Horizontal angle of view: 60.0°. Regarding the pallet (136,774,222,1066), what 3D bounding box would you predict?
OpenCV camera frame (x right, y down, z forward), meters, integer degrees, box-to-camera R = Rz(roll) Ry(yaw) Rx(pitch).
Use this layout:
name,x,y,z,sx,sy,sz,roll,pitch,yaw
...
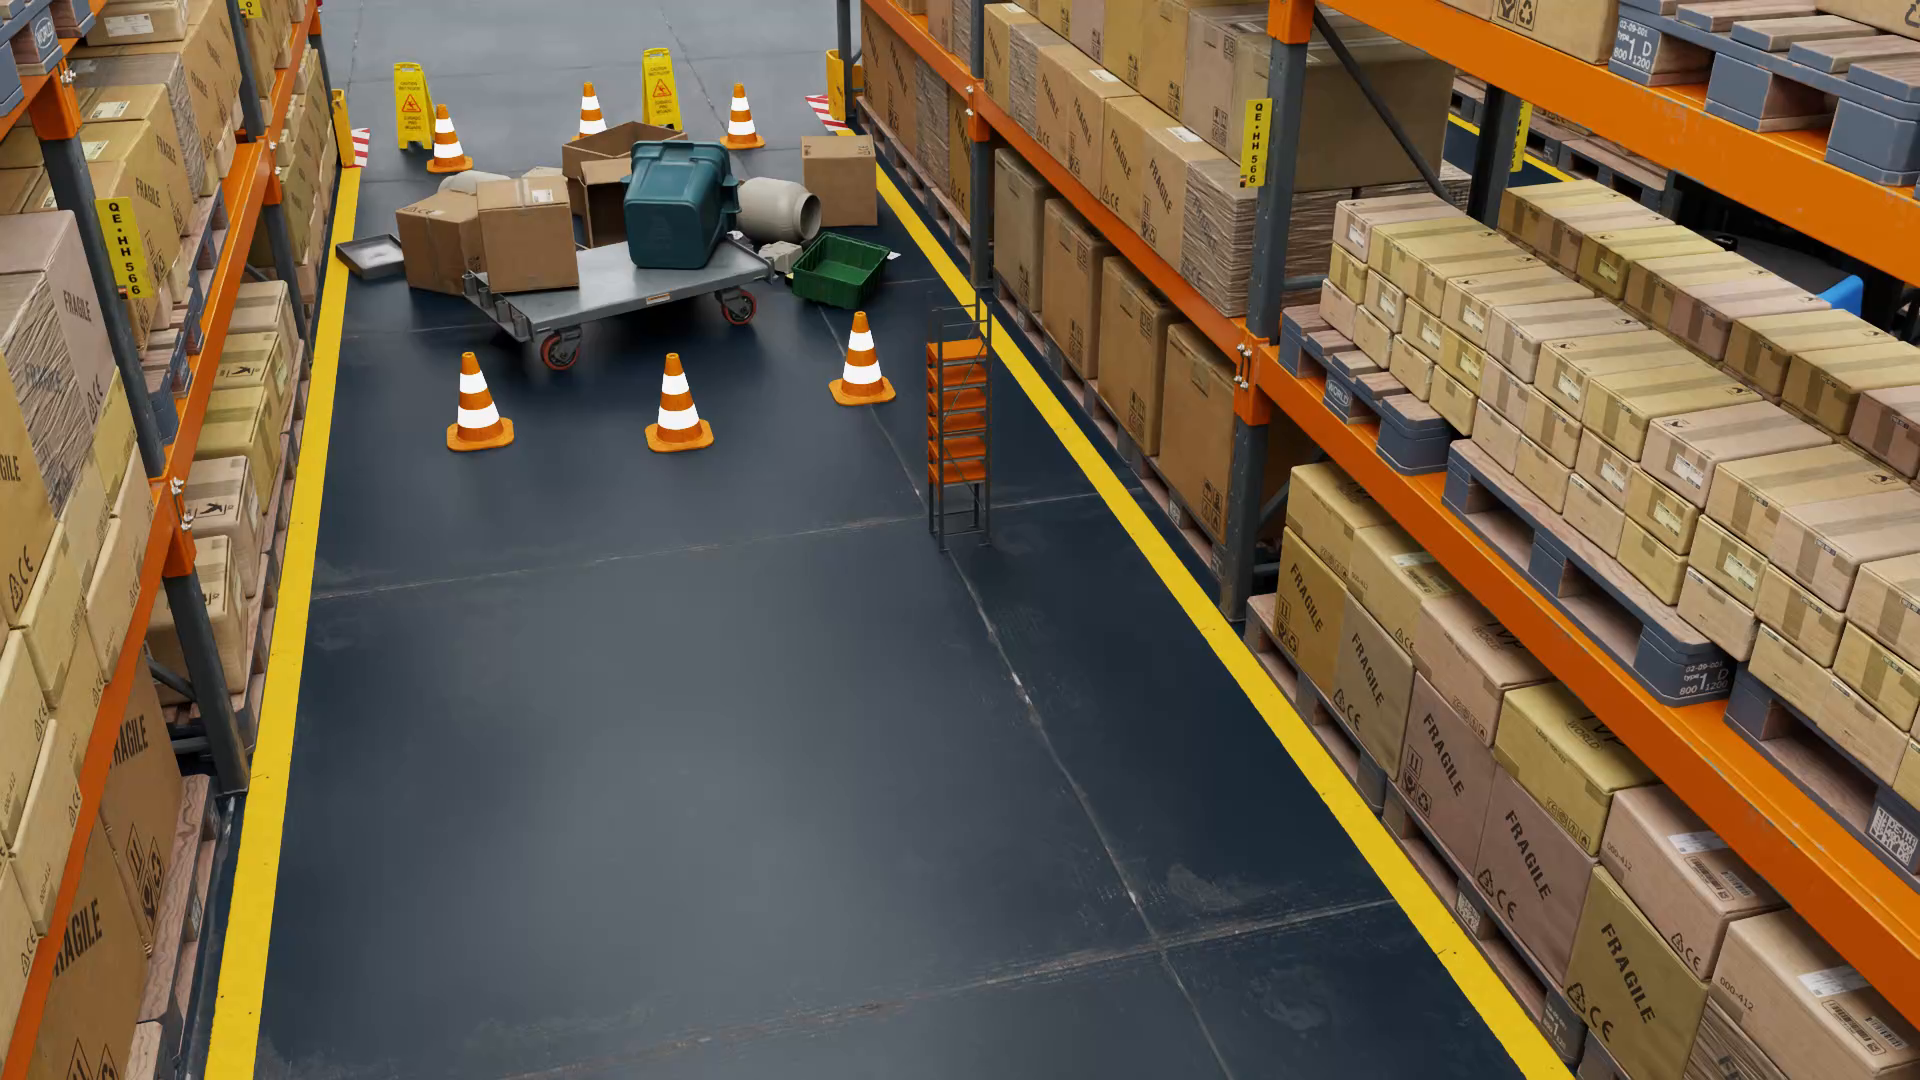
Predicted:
name,x,y,z,sx,sy,sz,roll,pitch,yaw
pallet,-2.987,1.272,5.342,1.003,0.211,1.213,-8,31,-13

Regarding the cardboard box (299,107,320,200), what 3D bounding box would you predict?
name,x,y,z,sx,sy,sz,roll,pitch,yaw
cardboard box,-4.371,-2.402,10.483,0.500,0.500,0.500,-6,31,-11

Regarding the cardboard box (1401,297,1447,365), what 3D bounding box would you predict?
name,x,y,z,sx,sy,sz,roll,pitch,yaw
cardboard box,1.705,-0.715,5.526,0.380,0.149,0.250,-9,31,-15

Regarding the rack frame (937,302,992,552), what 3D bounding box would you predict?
name,x,y,z,sx,sy,sz,roll,pitch,yaw
rack frame,0.020,-0.482,7.385,0.240,1.200,0.006,-8,31,-13

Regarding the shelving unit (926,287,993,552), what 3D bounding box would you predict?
name,x,y,z,sx,sy,sz,roll,pitch,yaw
shelving unit,-0.004,-0.526,7.462,0.258,1.200,0.189,-8,31,-13

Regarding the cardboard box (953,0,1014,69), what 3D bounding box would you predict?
name,x,y,z,sx,sy,sz,roll,pitch,yaw
cardboard box,0.451,-3.206,10.145,0.875,0.550,0.550,-8,31,-13

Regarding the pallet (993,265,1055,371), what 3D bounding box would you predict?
name,x,y,z,sx,sy,sz,roll,pitch,yaw
pallet,0.838,-1.395,9.949,1.003,0.211,1.213,-8,31,-13

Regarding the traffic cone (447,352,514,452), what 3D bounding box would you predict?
name,x,y,z,sx,sy,sz,roll,pitch,yaw
traffic cone,-2.506,-0.747,8.578,0.336,0.463,0.334,-8,31,-13

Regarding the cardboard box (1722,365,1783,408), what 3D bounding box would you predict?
name,x,y,z,sx,sy,sz,roll,pitch,yaw
cardboard box,2.537,-0.434,5.039,0.380,0.149,0.250,-7,31,-12

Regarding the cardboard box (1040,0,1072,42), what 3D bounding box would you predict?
name,x,y,z,sx,sy,sz,roll,pitch,yaw
cardboard box,0.836,-2.953,8.760,0.700,0.500,0.500,-8,31,-14

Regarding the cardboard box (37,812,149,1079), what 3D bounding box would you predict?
name,x,y,z,sx,sy,sz,roll,pitch,yaw
cardboard box,-2.788,1.188,4.405,0.875,0.875,0.875,-7,31,-13

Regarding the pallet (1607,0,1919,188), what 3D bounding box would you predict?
name,x,y,z,sx,sy,sz,roll,pitch,yaw
pallet,2.344,-1.130,3.902,1.213,0.211,1.003,-8,31,-13

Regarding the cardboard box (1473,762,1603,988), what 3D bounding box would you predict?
name,x,y,z,sx,sy,sz,roll,pitch,yaw
cardboard box,1.977,0.979,5.140,0.500,0.500,0.500,-9,31,-14

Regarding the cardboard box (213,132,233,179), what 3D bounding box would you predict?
name,x,y,z,sx,sy,sz,roll,pitch,yaw
cardboard box,-3.555,-1.747,7.605,0.380,0.149,0.250,-8,31,-13

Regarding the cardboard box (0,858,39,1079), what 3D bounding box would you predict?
name,x,y,z,sx,sy,sz,roll,pitch,yaw
cardboard box,-2.184,0.924,3.309,0.500,0.250,0.500,-8,31,-14

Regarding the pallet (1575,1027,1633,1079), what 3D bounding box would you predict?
name,x,y,z,sx,sy,sz,roll,pitch,yaw
pallet,2.476,1.730,4.550,1.003,0.211,1.213,-8,31,-13

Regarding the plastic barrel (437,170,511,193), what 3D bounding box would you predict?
name,x,y,z,sx,sy,sz,roll,pitch,yaw
plastic barrel,-3.239,-2.278,11.263,0.512,0.421,0.421,13,32,21

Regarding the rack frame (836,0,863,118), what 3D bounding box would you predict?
name,x,y,z,sx,sy,sz,roll,pitch,yaw
rack frame,-0.501,-4.896,13.215,1.000,3.000,0.127,-8,31,-13

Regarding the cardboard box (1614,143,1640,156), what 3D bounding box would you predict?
name,x,y,z,sx,sy,sz,roll,pitch,yaw
cardboard box,5.142,-3.149,12.273,0.500,0.500,0.500,2,30,3

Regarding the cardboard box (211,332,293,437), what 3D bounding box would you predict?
name,x,y,z,sx,sy,sz,roll,pitch,yaw
cardboard box,-3.849,-0.702,8.173,0.950,0.372,0.625,-6,31,-10

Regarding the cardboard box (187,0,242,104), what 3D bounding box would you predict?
name,x,y,z,sx,sy,sz,roll,pitch,yaw
cardboard box,-3.841,-2.419,8.118,0.500,0.500,0.500,-8,31,-14

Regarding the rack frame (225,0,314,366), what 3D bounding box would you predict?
name,x,y,z,sx,sy,sz,roll,pitch,yaw
rack frame,-4.185,-2.257,8.656,1.000,3.000,0.127,-8,31,-13

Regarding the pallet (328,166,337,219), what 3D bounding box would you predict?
name,x,y,z,sx,sy,sz,roll,pitch,yaw
pallet,-5.045,-2.549,11.943,1.003,0.211,1.213,-8,31,-13

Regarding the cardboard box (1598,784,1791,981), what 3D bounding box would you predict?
name,x,y,z,sx,sy,sz,roll,pitch,yaw
cardboard box,2.119,0.899,4.530,0.500,0.250,0.500,-6,31,-11

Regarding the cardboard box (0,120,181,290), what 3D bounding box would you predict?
name,x,y,z,sx,sy,sz,roll,pitch,yaw
cardboard box,-3.165,-1.178,5.975,0.500,0.500,0.500,-6,31,-11

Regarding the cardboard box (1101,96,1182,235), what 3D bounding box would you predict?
name,x,y,z,sx,sy,sz,roll,pitch,yaw
cardboard box,0.980,-1.740,7.662,0.500,0.500,0.500,-8,31,-14

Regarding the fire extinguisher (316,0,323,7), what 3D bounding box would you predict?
name,x,y,z,sx,sy,sz,roll,pitch,yaw
fire extinguisher,-4.833,-4.272,12.214,0.296,0.674,0.183,-8,31,-13

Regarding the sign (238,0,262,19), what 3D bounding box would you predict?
name,x,y,z,sx,sy,sz,roll,pitch,yaw
sign,-3.651,-2.834,8.496,0.100,0.325,0.005,-8,31,-13

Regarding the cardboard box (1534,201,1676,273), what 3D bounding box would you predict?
name,x,y,z,sx,sy,sz,roll,pitch,yaw
cardboard box,2.259,-1.066,5.835,0.380,0.149,0.250,-8,31,-14

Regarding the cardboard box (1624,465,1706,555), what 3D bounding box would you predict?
name,x,y,z,sx,sy,sz,roll,pitch,yaw
cardboard box,2.034,-0.105,4.471,0.380,0.149,0.250,-8,31,-13

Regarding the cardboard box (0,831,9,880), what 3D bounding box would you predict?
name,x,y,z,sx,sy,sz,roll,pitch,yaw
cardboard box,-2.180,0.710,3.180,0.500,0.250,0.500,-7,31,-13

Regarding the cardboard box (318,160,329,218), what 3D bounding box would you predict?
name,x,y,z,sx,sy,sz,roll,pitch,yaw
cardboard box,-4.499,-2.323,11.095,0.500,0.250,0.500,-9,31,-15

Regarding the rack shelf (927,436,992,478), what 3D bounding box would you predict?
name,x,y,z,sx,sy,sz,roll,pitch,yaw
rack shelf,-0.004,-0.384,7.544,0.258,0.103,0.180,-8,31,-13

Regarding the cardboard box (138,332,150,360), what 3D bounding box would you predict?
name,x,y,z,sx,sy,sz,roll,pitch,yaw
cardboard box,-3.073,-0.721,5.833,0.380,0.149,0.250,-10,31,-16

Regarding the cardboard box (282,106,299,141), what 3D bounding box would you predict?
name,x,y,z,sx,sy,sz,roll,pitch,yaw
cardboard box,-4.195,-2.492,9.990,0.380,0.149,0.250,-7,31,-11

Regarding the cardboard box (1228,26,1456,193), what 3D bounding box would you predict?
name,x,y,z,sx,sy,sz,roll,pitch,yaw
cardboard box,1.513,-1.727,6.641,0.700,0.500,0.500,-8,31,-14

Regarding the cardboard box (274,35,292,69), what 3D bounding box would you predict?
name,x,y,z,sx,sy,sz,roll,pitch,yaw
cardboard box,-4.290,-2.963,10.125,0.380,0.149,0.250,-8,31,-13

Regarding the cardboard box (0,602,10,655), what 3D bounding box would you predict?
name,x,y,z,sx,sy,sz,roll,pitch,yaw
cardboard box,-2.337,0.146,3.405,0.500,0.500,0.500,-8,31,-14

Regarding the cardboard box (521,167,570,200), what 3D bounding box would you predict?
name,x,y,z,sx,sy,sz,roll,pitch,yaw
cardboard box,-2.952,-2.591,12.079,0.380,0.149,0.250,7,31,13

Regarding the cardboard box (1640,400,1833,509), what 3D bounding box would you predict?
name,x,y,z,sx,sy,sz,roll,pitch,yaw
cardboard box,2.044,-0.229,4.388,0.380,0.149,0.250,-9,31,-16

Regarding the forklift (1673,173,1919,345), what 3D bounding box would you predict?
name,x,y,z,sx,sy,sz,roll,pitch,yaw
forklift,4.359,-1.989,8.261,3.031,2.935,1.130,-26,39,-37

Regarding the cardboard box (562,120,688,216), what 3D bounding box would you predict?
name,x,y,z,sx,sy,sz,roll,pitch,yaw
cardboard box,-2.340,-2.597,11.735,0.637,0.503,0.797,19,35,29

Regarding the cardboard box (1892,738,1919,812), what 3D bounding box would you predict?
name,x,y,z,sx,sy,sz,roll,pitch,yaw
cardboard box,2.318,0.535,3.662,0.380,0.149,0.250,-8,31,-13

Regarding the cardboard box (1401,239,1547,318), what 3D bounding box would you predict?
name,x,y,z,sx,sy,sz,roll,pitch,yaw
cardboard box,1.693,-0.866,5.489,0.380,0.149,0.250,-8,31,-14

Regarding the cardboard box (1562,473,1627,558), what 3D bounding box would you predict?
name,x,y,z,sx,sy,sz,roll,pitch,yaw
cardboard box,1.968,-0.097,4.754,0.380,0.149,0.250,-9,31,-15

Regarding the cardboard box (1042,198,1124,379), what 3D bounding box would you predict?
name,x,y,z,sx,sy,sz,roll,pitch,yaw
cardboard box,1.064,-1.418,9.033,1.050,0.750,0.750,-8,31,-13

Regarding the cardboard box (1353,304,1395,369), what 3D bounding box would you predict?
name,x,y,z,sx,sy,sz,roll,pitch,yaw
cardboard box,1.617,-0.733,5.854,0.380,0.149,0.250,-6,31,-11

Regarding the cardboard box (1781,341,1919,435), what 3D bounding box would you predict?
name,x,y,z,sx,sy,sz,roll,pitch,yaw
cardboard box,2.604,-0.437,4.748,0.380,0.149,0.250,-7,31,-12

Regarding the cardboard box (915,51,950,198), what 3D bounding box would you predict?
name,x,y,z,sx,sy,sz,roll,pitch,yaw
cardboard box,0.218,-2.975,11.597,0.875,0.875,0.875,-8,31,-13

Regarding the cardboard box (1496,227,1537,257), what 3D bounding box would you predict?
name,x,y,z,sx,sy,sz,roll,pitch,yaw
cardboard box,2.192,-1.056,6.115,0.380,0.149,0.250,-7,31,-12

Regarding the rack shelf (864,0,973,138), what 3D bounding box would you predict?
name,x,y,z,sx,sy,sz,roll,pitch,yaw
rack shelf,0.030,-3.619,11.726,1.077,0.370,4.000,-8,31,-13

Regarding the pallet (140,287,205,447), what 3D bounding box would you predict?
name,x,y,z,sx,sy,sz,roll,pitch,yaw
pallet,-3.415,-0.573,5.936,1.213,0.211,1.003,-8,31,-13

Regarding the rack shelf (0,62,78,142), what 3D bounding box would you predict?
name,x,y,z,sx,sy,sz,roll,pitch,yaw
rack shelf,-2.593,-0.346,3.078,1.077,0.370,4.000,-8,31,-13

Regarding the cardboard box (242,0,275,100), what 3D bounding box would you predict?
name,x,y,z,sx,sy,sz,roll,pitch,yaw
cardboard box,-4.033,-2.679,8.988,0.500,0.500,0.500,-8,31,-13
